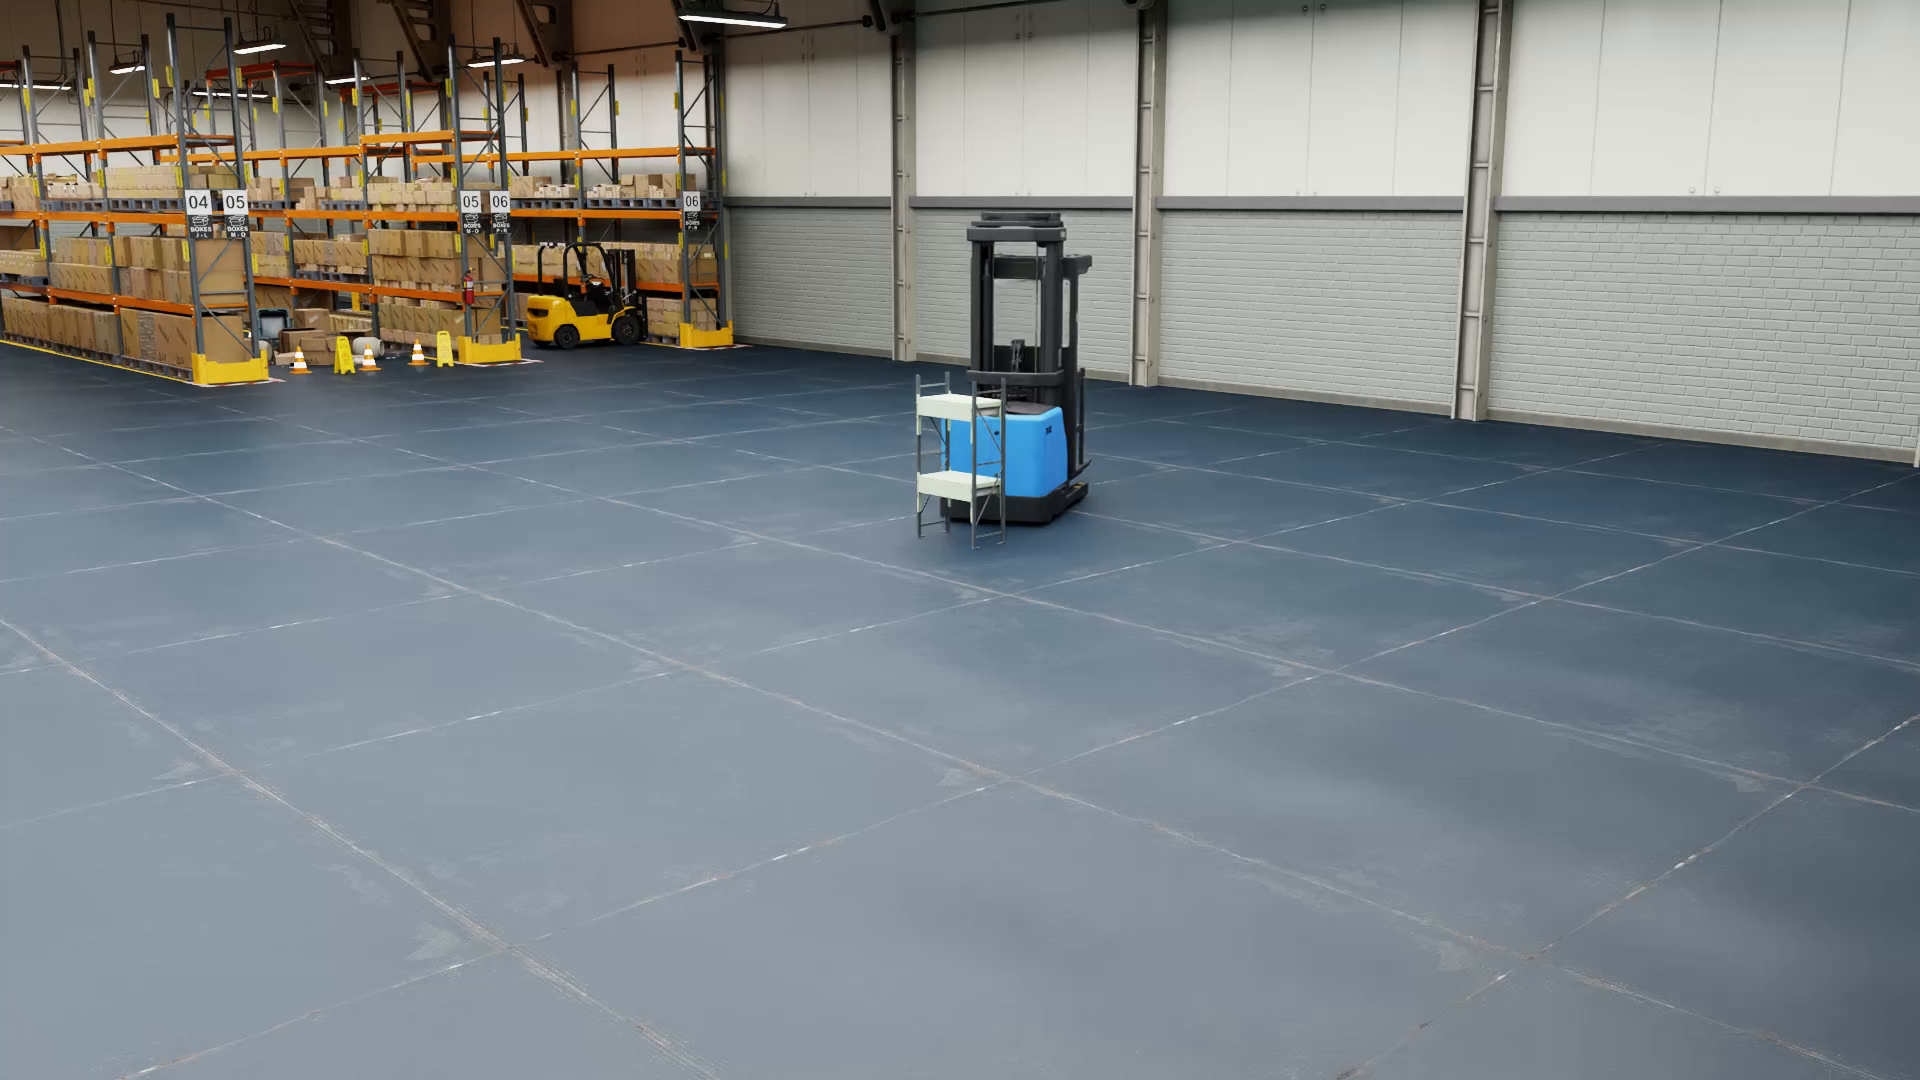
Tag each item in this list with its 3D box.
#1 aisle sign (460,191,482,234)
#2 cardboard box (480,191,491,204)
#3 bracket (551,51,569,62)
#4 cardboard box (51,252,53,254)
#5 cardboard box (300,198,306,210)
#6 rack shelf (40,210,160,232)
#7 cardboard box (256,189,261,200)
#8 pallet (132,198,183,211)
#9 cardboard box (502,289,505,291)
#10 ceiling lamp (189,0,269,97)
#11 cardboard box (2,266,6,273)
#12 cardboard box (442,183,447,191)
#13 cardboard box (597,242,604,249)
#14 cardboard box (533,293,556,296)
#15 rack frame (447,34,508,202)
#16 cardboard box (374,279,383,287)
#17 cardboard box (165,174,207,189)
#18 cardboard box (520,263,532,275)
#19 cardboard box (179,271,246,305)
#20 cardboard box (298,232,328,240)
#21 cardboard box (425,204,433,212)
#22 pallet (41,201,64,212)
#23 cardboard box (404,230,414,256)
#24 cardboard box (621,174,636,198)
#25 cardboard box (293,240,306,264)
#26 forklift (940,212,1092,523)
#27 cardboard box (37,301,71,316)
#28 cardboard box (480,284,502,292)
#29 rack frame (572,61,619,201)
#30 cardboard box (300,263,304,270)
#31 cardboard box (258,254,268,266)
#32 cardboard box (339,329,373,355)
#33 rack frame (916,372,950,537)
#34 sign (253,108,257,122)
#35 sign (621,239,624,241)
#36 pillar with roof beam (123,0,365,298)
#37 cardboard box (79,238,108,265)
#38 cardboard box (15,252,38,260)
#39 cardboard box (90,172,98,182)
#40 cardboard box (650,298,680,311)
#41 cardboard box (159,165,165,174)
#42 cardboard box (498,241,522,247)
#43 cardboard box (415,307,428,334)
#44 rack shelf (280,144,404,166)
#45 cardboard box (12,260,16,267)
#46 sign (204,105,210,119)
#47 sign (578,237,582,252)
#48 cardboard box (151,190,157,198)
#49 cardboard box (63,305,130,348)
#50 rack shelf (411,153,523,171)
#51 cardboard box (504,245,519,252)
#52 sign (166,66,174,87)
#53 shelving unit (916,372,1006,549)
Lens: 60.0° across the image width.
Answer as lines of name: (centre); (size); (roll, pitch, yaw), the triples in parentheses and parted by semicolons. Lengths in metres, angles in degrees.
aisle sign: (-9.133, -6.121, 31.086); (0.394, 0.787, 0.004); (-11, 16, -43)
cardboard box: (-9.121, -6.550, 31.808); (0.500, 0.250, 0.500); (-11, 16, -44)
bracket: (-9.322, -11.284, 38.799); (0.235, 0.232, 0.430); (-11, 16, -43)
cardboard box: (-18.905, -5.982, 34.961); (0.380, 0.149, 0.250); (-10, 15, -40)
cardboard box: (-14.220, -7.362, 36.448); (0.396, 0.266, 0.258); (-11, 16, -43)
rack shelf: (-16.620, -6.186, 32.189); (1.077, 0.370, 4.000); (-11, 16, -43)
cardboard box: (-15.695, -7.826, 37.663); (0.258, 0.266, 0.396); (11, 16, 44)
pallet: (-13.843, -5.904, 29.258); (1.003, 0.211, 1.213); (-11, 16, -43)
cardboard box: (-11.428, -6.093, 40.939); (0.250, 0.149, 0.380); (11, 16, 42)
ceiling lamp: (-19.963, -13.789, 45.412); (2.000, 3.185, 0.800); (-11, 16, -43)
cardboard box: (-20.110, -5.755, 35.332); (0.250, 0.149, 0.380); (11, 16, 43)
cardboard box: (-9.564, -6.686, 31.480); (0.380, 0.149, 0.250); (-11, 16, -42)
cardboard box: (-7.877, -6.575, 37.138); (0.380, 0.149, 0.250); (-11, 16, -42)
cardboard box: (-9.561, -5.515, 39.428); (0.625, 0.625, 0.875); (11, 16, 43)
rack frame: (-8.966, -7.836, 30.983); (1.000, 3.000, 0.127); (-11, 16, -43)
cardboard box: (-11.743, -5.268, 34.007); (0.380, 0.149, 0.250); (-11, 16, -43)
cardboard box: (-13.017, -6.022, 27.957); (0.500, 0.250, 0.500); (-11, 16, -42)
cardboard box: (-10.069, -6.437, 39.431); (0.500, 0.250, 0.500); (11, 16, 43)
cardboard box: (-12.766, -4.314, 28.386); (0.875, 0.550, 0.550); (-11, 16, -43)
cardboard box: (-14.655, -6.710, 37.660); (0.500, 0.500, 0.500); (11, 16, 43)
cardboard box: (-10.103, -6.408, 32.109); (0.380, 0.149, 0.250); (-11, 16, -43)
pallet: (-17.518, -6.651, 33.132); (1.213, 0.211, 1.003); (-10, 15, -40)
cardboard box: (-10.492, -5.853, 32.764); (0.700, 0.500, 0.500); (-11, 16, -43)
cardboard box: (-6.872, -7.649, 35.965); (0.797, 0.503, 0.637); (-10, 15, -41)
cardboard box: (-14.348, -6.368, 36.698); (0.500, 0.500, 0.500); (11, 16, 44)
forklift: (0.711, -1.850, 16.965); (1.130, 2.935, 3.031); (3, 12, 16)
cardboard box: (-18.663, -4.773, 34.277); (0.500, 0.250, 0.500); (11, 16, 44)
cardboard box: (-9.051, -4.853, 31.995); (0.380, 0.149, 0.250); (-11, 16, -42)
rack frame: (-8.141, -9.112, 37.177); (1.000, 3.000, 0.127); (-11, 16, -43)
cardboard box: (-14.401, -6.075, 36.883); (0.250, 0.149, 0.380); (11, 16, 42)
cardboard box: (-15.734, -6.418, 38.101); (0.500, 0.250, 0.500); (11, 16, 44)
cardboard box: (-11.973, -3.912, 32.995); (0.500, 0.500, 0.500); (-1, 12, -4)
rack frame: (-0.248, -0.787, 15.353); (0.400, 1.500, 0.023); (-11, 16, -43)
sign: (-16.869, -10.161, 39.757); (0.100, 0.325, 0.005); (-11, 16, -43)
sign: (-7.741, -6.714, 38.063); (0.100, 0.325, 0.005); (-11, 16, -43)
pillar with roof beam: (-20.752, -10.783, 45.285); (9.100, 9.000, 0.548); (-11, 16, -43)
cardboard box: (-16.639, -5.610, 32.319); (0.700, 0.500, 0.500); (-11, 16, -43)
cardboard box: (-19.374, -5.892, 34.522); (0.380, 0.149, 0.250); (-11, 16, -43)
cardboard box: (-16.598, -6.919, 32.429); (0.500, 0.500, 0.500); (-11, 16, -43)
cardboard box: (-6.280, -5.036, 35.556); (0.500, 0.250, 0.500); (-11, 16, -42)
cardboard box: (-13.303, -6.260, 28.127); (0.380, 0.149, 0.250); (-11, 16, -42)
cardboard box: (-11.146, -7.109, 41.034); (0.500, 0.500, 0.500); (-10, 15, -40)
cardboard box: (-10.415, -4.355, 32.869); (0.500, 0.500, 0.500); (11, 16, 44)
rack shelf: (-13.110, -8.163, 35.347); (1.077, 0.370, 4.000); (-11, 16, -43)
cardboard box: (-19.564, -5.786, 34.743); (0.380, 0.149, 0.250); (-10, 16, -41)
sign: (-17.672, -10.049, 39.016); (0.100, 0.325, 0.005); (-11, 16, -43)
sign: (-8.527, -6.625, 37.299); (0.100, 0.325, 0.005); (-11, 16, -43)
cardboard box: (-13.655, -5.944, 28.567); (0.380, 0.149, 0.250); (-11, 16, -43)
cardboard box: (-17.040, -4.236, 32.911); (1.050, 0.750, 0.750); (-11, 16, -42)
rack shelf: (-12.285, -9.439, 41.540); (1.077, 0.370, 4.000); (-11, 16, -43)
cardboard box: (-10.711, -6.998, 39.927); (0.380, 0.149, 0.250); (-10, 16, -41)
sign: (-12.879, -7.554, 27.104); (0.100, 0.325, 0.005); (-11, 16, -43)
shelving unit: (0.005, -0.734, 15.094); (0.431, 1.500, 0.755); (-11, 16, -43)
